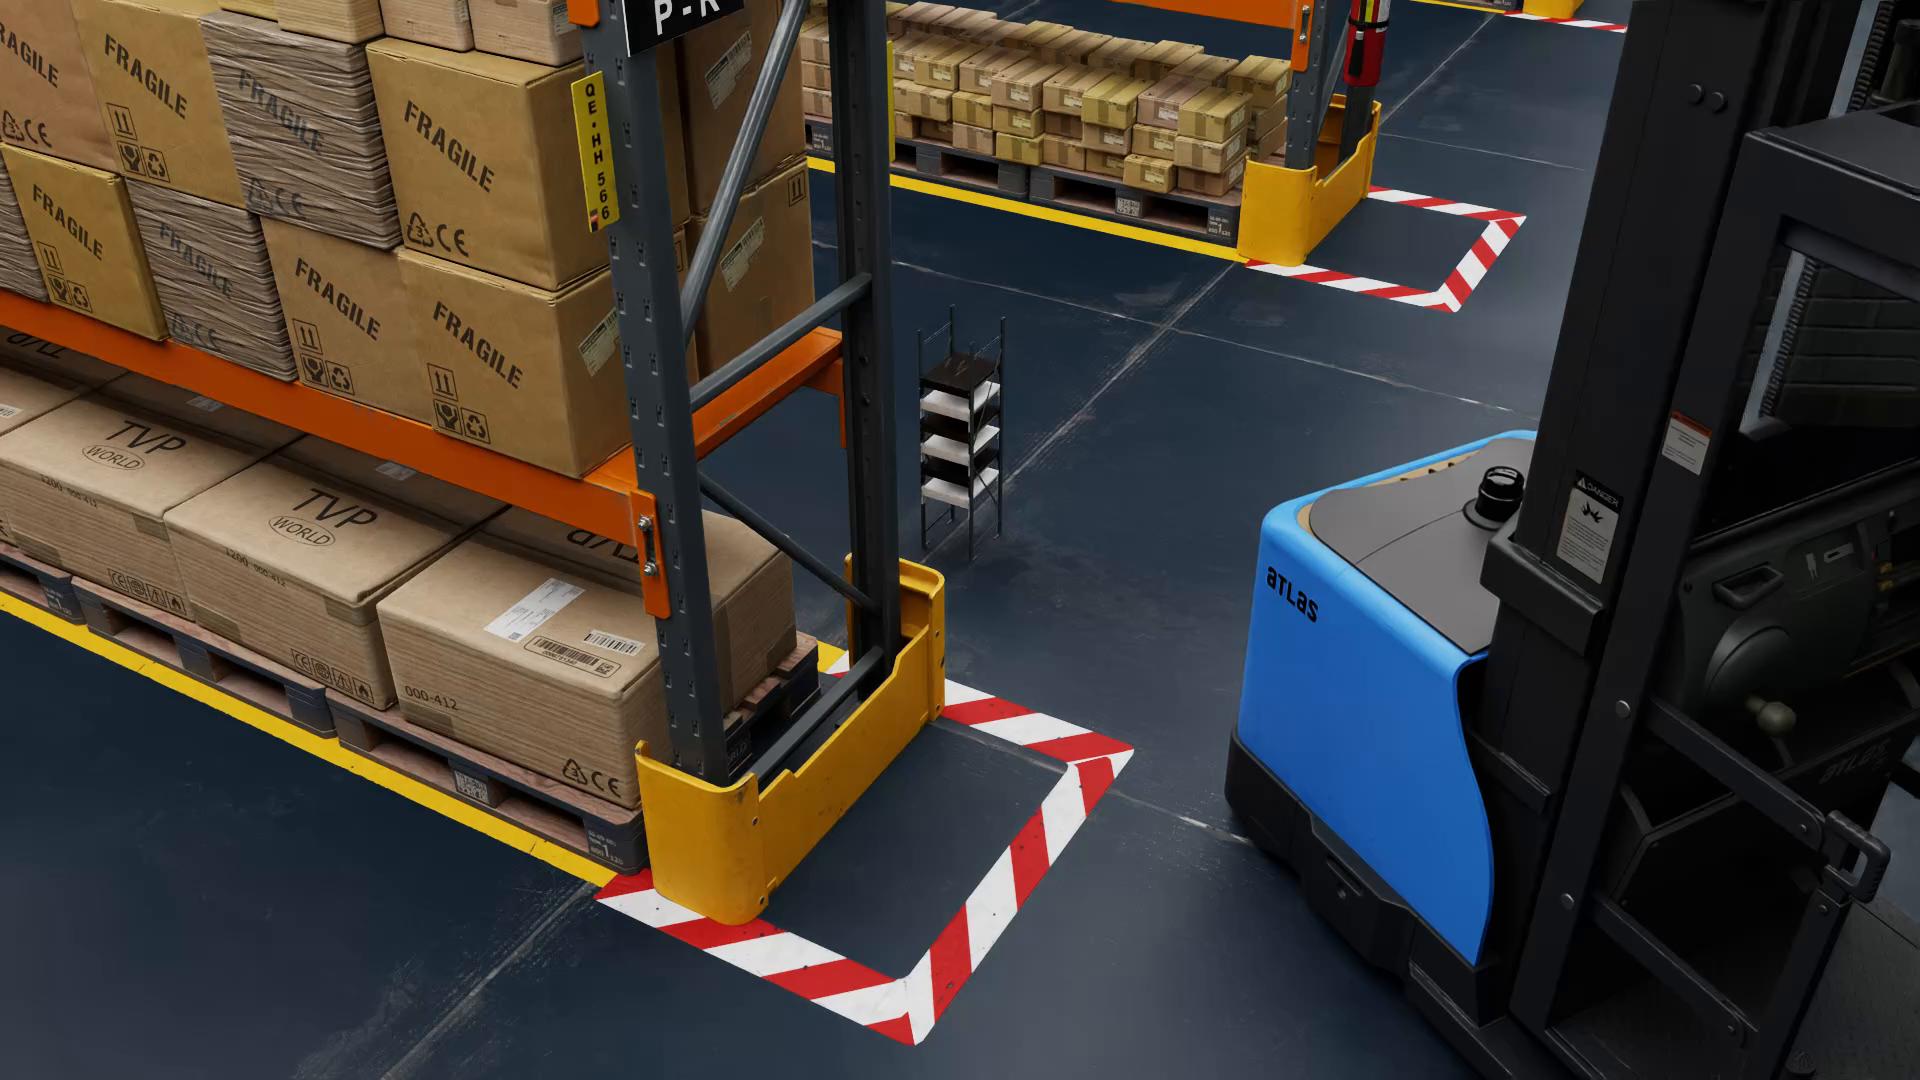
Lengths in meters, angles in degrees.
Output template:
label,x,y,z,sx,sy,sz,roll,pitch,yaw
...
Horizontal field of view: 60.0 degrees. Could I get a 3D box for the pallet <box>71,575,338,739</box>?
label,x,y,z,sx,sy,sz,roll,pitch,yaw
pallet,-2.273,0.149,5.837,1.213,0.211,1.003,18,37,24

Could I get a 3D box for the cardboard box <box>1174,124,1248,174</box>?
label,x,y,z,sx,sy,sz,roll,pitch,yaw
cardboard box,1.284,-2.023,8.507,0.250,0.149,0.380,17,37,23

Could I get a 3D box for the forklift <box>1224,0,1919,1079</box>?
label,x,y,z,sx,sy,sz,roll,pitch,yaw
forklift,1.935,0.179,3.336,1.130,2.935,3.031,-17,37,-23

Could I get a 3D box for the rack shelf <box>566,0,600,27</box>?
label,x,y,z,sx,sy,sz,roll,pitch,yaw
rack shelf,-2.221,-1.993,4.479,4.000,0.370,1.077,18,37,24

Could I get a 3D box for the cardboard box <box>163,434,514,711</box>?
label,x,y,z,sx,sy,sz,roll,pitch,yaw
cardboard box,-1.906,0.017,5.451,0.875,0.438,0.875,19,38,26

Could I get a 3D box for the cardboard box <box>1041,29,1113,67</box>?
label,x,y,z,sx,sy,sz,roll,pitch,yaw
cardboard box,0.651,-2.705,9.263,0.250,0.149,0.380,19,38,26

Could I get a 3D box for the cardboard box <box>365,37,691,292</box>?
label,x,y,z,sx,sy,sz,roll,pitch,yaw
cardboard box,-1.022,-0.970,4.007,0.500,0.500,0.500,19,38,26

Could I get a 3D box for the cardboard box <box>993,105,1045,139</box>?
label,x,y,z,sx,sy,sz,roll,pitch,yaw
cardboard box,0.376,-2.302,8.925,0.250,0.149,0.380,18,38,25

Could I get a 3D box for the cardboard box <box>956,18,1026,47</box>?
label,x,y,z,sx,sy,sz,roll,pitch,yaw
cardboard box,0.179,-2.823,9.439,0.250,0.149,0.380,18,38,25

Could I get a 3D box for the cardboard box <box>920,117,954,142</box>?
label,x,y,z,sx,sy,sz,roll,pitch,yaw
cardboard box,-0.020,-2.364,9.288,0.250,0.149,0.380,19,38,26

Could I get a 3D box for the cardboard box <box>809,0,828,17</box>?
label,x,y,z,sx,sy,sz,roll,pitch,yaw
cardboard box,-0.690,-3.151,9.932,0.250,0.149,0.380,17,37,24

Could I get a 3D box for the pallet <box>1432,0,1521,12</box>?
label,x,y,z,sx,sy,sz,roll,pitch,yaw
pallet,3.699,-4.284,12.493,1.213,0.211,1.003,18,37,24

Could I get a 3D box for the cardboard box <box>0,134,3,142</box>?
label,x,y,z,sx,sy,sz,roll,pitch,yaw
cardboard box,-2.790,-1.516,4.828,0.500,0.500,0.500,18,38,25

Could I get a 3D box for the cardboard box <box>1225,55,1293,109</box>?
label,x,y,z,sx,sy,sz,roll,pitch,yaw
cardboard box,1.597,-2.447,8.875,0.250,0.149,0.380,16,37,22

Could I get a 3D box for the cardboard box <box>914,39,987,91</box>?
label,x,y,z,sx,sy,sz,roll,pitch,yaw
cardboard box,-0.049,-2.603,9.109,0.250,0.149,0.380,18,38,25

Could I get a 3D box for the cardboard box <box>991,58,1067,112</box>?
label,x,y,z,sx,sy,sz,roll,pitch,yaw
cardboard box,0.366,-2.419,8.832,0.250,0.149,0.380,19,38,26

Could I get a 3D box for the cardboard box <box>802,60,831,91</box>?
label,x,y,z,sx,sy,sz,roll,pitch,yaw
cardboard box,-0.707,-2.710,9.539,0.250,0.149,0.380,16,37,22

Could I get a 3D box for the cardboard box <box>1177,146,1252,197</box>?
label,x,y,z,sx,sy,sz,roll,pitch,yaw
cardboard box,1.323,-1.936,8.645,0.250,0.149,0.380,18,38,25

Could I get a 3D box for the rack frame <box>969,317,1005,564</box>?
label,x,y,z,sx,sy,sz,roll,pitch,yaw
rack frame,0.095,-0.344,5.955,0.006,0.900,0.240,18,37,24

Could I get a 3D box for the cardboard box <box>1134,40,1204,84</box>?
label,x,y,z,sx,sy,sz,roll,pitch,yaw
cardboard box,1.143,-2.596,9.099,0.250,0.149,0.380,17,37,24

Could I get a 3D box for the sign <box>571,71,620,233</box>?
label,x,y,z,sx,sy,sz,roll,pitch,yaw
sign,-0.766,-0.817,3.512,0.005,0.325,0.100,18,37,24

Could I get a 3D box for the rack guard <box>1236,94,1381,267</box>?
label,x,y,z,sx,sy,sz,roll,pitch,yaw
rack guard,1.818,-1.884,8.628,0.348,0.500,1.175,18,37,24

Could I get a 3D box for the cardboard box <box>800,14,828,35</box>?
label,x,y,z,sx,sy,sz,roll,pitch,yaw
cardboard box,-0.939,-2.895,9.548,0.250,0.149,0.380,17,37,24

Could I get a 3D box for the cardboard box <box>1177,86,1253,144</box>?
label,x,y,z,sx,sy,sz,roll,pitch,yaw
cardboard box,1.298,-2.163,8.449,0.250,0.149,0.380,18,38,25

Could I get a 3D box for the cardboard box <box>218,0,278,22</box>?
label,x,y,z,sx,sy,sz,roll,pitch,yaw
cardboard box,-1.592,-1.402,4.071,0.250,0.149,0.380,18,38,25

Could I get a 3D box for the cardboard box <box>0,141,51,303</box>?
label,x,y,z,sx,sy,sz,roll,pitch,yaw
cardboard box,-2.817,-1.100,5.106,0.500,0.500,0.500,18,38,25

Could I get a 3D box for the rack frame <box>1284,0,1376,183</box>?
label,x,y,z,sx,sy,sz,roll,pitch,yaw
rack frame,1.884,-2.904,7.904,0.127,3.000,1.000,18,37,24

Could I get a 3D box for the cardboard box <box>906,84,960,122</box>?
label,x,y,z,sx,sy,sz,roll,pitch,yaw
cardboard box,-0.091,-2.444,9.138,0.250,0.149,0.380,18,38,25

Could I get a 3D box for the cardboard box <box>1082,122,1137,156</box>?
label,x,y,z,sx,sy,sz,roll,pitch,yaw
cardboard box,0.832,-2.166,8.721,0.250,0.149,0.380,16,37,23

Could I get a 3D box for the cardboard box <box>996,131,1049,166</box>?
label,x,y,z,sx,sy,sz,roll,pitch,yaw
cardboard box,0.390,-2.174,9.002,0.250,0.149,0.380,16,37,22

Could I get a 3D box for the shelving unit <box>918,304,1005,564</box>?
label,x,y,z,sx,sy,sz,roll,pitch,yaw
shelving unit,0.007,-0.372,5.997,0.210,0.900,0.258,18,37,24

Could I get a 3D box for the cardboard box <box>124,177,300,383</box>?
label,x,y,z,sx,sy,sz,roll,pitch,yaw
cardboard box,-1.915,-0.823,4.689,0.500,0.500,0.500,19,38,26

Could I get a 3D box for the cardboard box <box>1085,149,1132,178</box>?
label,x,y,z,sx,sy,sz,roll,pitch,yaw
cardboard box,0.863,-2.072,8.849,0.250,0.149,0.380,17,37,24

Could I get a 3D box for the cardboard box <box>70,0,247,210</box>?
label,x,y,z,sx,sy,sz,roll,pitch,yaw
cardboard box,-1.918,-1.237,4.409,0.500,0.500,0.500,17,37,24

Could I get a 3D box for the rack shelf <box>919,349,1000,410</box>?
label,x,y,z,sx,sy,sz,roll,pitch,yaw
rack shelf,0.007,-0.569,5.866,0.200,0.077,0.258,18,37,24

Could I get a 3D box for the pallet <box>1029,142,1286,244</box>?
label,x,y,z,sx,sy,sz,roll,pitch,yaw
pallet,1.130,-2.004,9.070,1.213,0.211,1.003,18,37,24

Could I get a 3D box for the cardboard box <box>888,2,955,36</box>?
label,x,y,z,sx,sy,sz,roll,pitch,yaw
cardboard box,-0.223,-3.012,9.723,0.250,0.149,0.380,16,37,22

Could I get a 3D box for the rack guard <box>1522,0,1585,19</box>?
label,x,y,z,sx,sy,sz,roll,pitch,yaw
rack guard,4.453,-4.216,12.130,0.348,0.500,1.175,18,37,24

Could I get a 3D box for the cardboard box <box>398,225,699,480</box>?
label,x,y,z,sx,sy,sz,roll,pitch,yaw
cardboard box,-1.035,-0.541,4.266,0.500,0.500,0.500,18,38,25

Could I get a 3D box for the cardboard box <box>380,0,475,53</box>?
label,x,y,z,sx,sy,sz,roll,pitch,yaw
cardboard box,-1.128,-1.282,3.892,0.250,0.149,0.380,18,38,25

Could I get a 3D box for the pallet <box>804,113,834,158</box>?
label,x,y,z,sx,sy,sz,roll,pitch,yaw
pallet,-0.989,-2.675,10.077,1.213,0.211,1.003,18,37,24

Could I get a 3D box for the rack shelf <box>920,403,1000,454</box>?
label,x,y,z,sx,sy,sz,roll,pitch,yaw
rack shelf,0.007,-0.419,5.966,0.200,0.077,0.258,18,37,24

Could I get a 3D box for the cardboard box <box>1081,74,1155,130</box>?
label,x,y,z,sx,sy,sz,roll,pitch,yaw
cardboard box,0.821,-2.270,8.609,0.250,0.149,0.380,17,37,23

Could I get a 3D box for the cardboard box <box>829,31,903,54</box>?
label,x,y,z,sx,sy,sz,roll,pitch,yaw
cardboard box,-0.521,-2.725,9.292,0.250,0.149,0.380,18,38,25

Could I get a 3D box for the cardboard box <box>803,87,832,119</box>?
label,x,y,z,sx,sy,sz,roll,pitch,yaw
cardboard box,-0.715,-2.575,9.604,0.250,0.149,0.380,17,37,23

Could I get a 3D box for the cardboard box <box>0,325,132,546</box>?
label,x,y,z,sx,sy,sz,roll,pitch,yaw
cardboard box,-3.466,-0.478,6.194,0.875,0.438,0.875,17,37,24

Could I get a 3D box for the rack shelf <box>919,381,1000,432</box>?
label,x,y,z,sx,sy,sz,roll,pitch,yaw
rack shelf,0.007,-0.494,5.916,0.200,0.077,0.258,18,37,24
